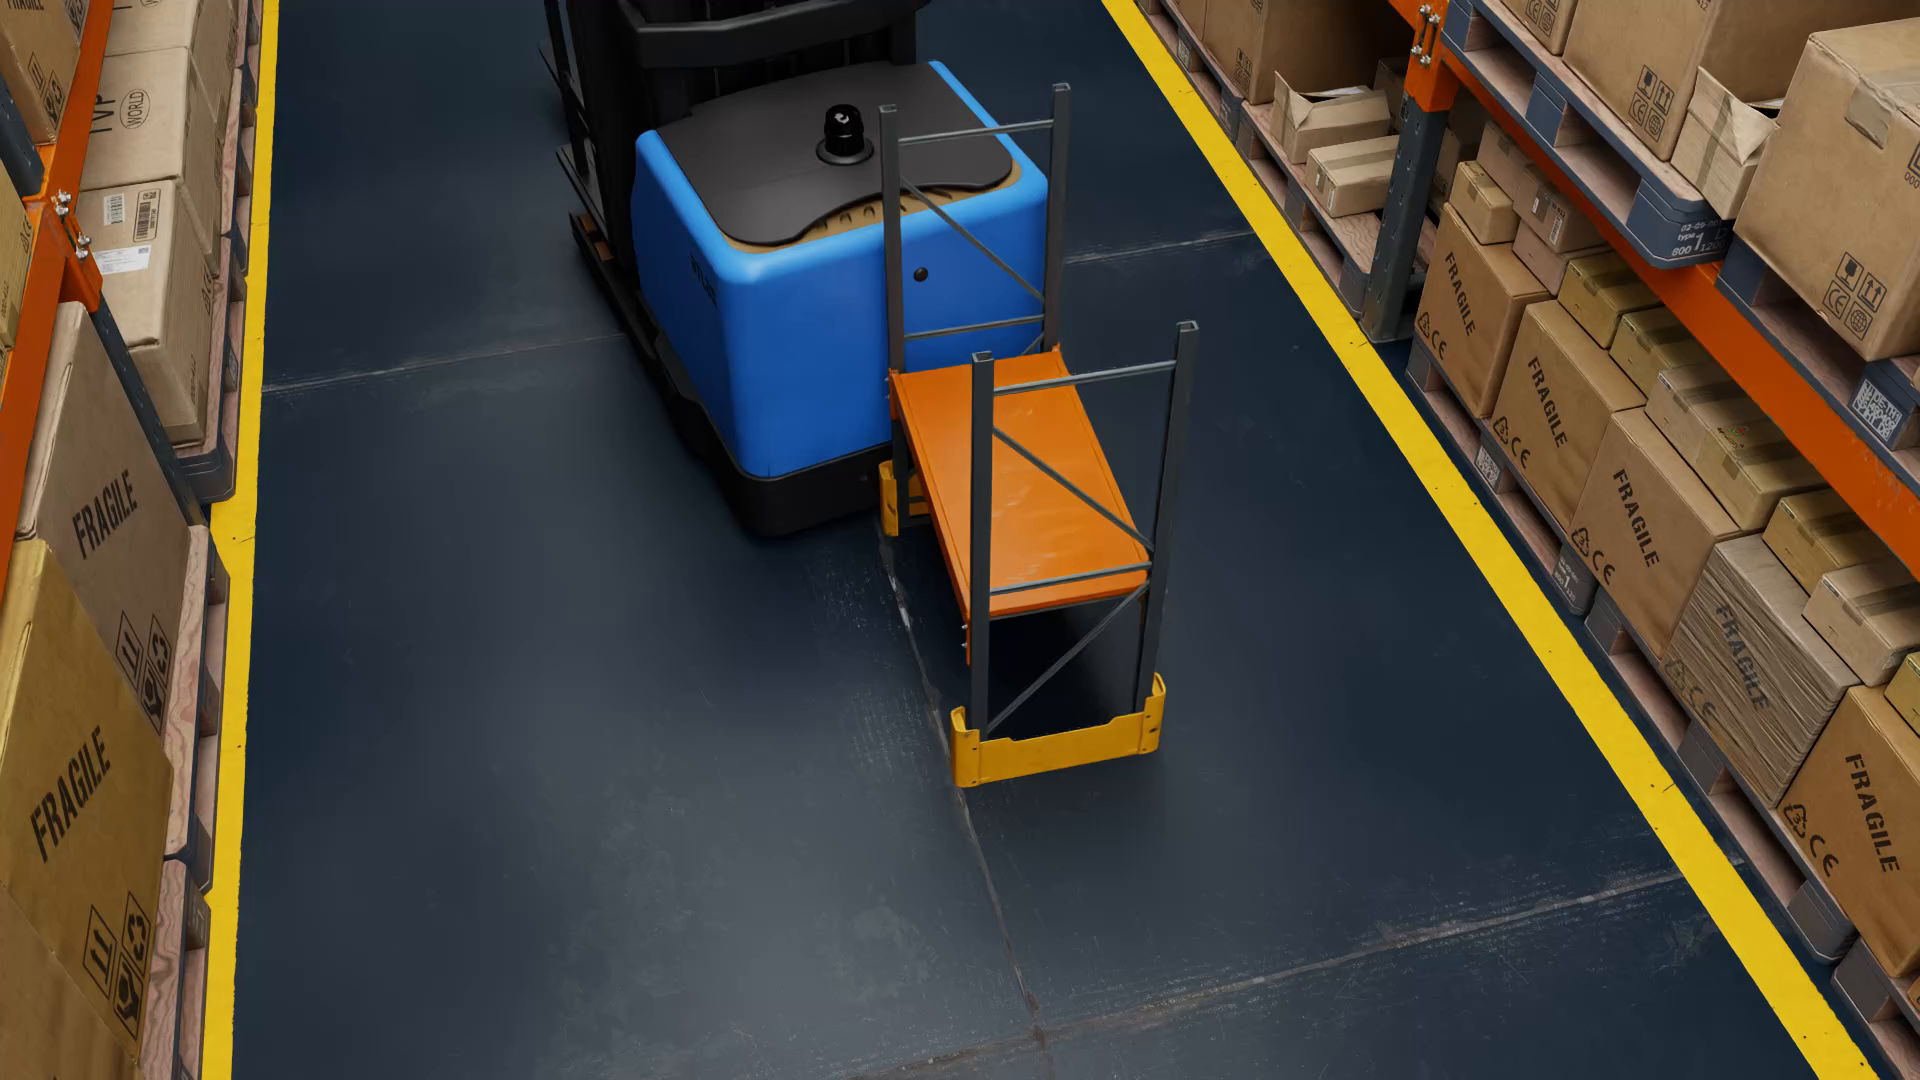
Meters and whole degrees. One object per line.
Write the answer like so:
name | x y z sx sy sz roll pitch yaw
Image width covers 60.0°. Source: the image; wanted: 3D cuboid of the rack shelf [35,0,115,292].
rack shelf | -3.372 -2.093 5.704 1.077 0.370 4.000 -11 47 -10

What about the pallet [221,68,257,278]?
pallet | -3.295 -1.371 6.446 1.003 0.211 1.213 -11 47 -10

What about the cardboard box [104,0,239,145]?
cardboard box | -3.376 -1.908 6.519 0.875 0.438 0.875 -10 46 -9

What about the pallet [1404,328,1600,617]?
pallet | 2.182 -0.343 5.439 1.003 0.211 1.213 -11 47 -10

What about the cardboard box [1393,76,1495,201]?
cardboard box | 1.996 -1.579 6.286 0.500 0.311 0.500 -9 46 -9

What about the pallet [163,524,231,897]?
pallet | -2.590 0.531 4.582 1.003 0.211 1.213 -11 47 -10

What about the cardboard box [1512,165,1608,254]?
cardboard box | 1.884 -1.010 4.933 0.380 0.149 0.250 -13 47 -12

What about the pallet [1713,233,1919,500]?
pallet | 2.459 -0.387 3.663 1.003 0.211 1.213 -11 47 -10

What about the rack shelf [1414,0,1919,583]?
rack shelf | 2.449 -0.241 3.890 1.077 0.370 4.000 -11 47 -10

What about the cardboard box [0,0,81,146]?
cardboard box | -2.728 -1.371 4.423 0.500 0.500 0.500 -9 46 -9

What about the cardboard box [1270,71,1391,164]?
cardboard box | 1.419 -1.641 6.379 0.396 0.266 0.258 -9 46 -9

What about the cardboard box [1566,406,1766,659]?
cardboard box | 2.113 -0.060 4.664 0.500 0.500 0.500 -12 47 -11

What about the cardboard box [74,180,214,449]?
cardboard box | -2.917 -0.667 5.303 0.875 0.438 0.875 -11 47 -11

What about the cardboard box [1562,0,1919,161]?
cardboard box | 1.977 -1.323 4.083 0.700 0.500 0.500 -10 46 -10

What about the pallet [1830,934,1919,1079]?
pallet | 2.806 1.341 3.788 1.003 0.211 1.213 -11 47 -10

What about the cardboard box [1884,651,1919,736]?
cardboard box | 2.377 0.359 3.800 0.380 0.149 0.250 -11 47 -11

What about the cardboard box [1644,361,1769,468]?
cardboard box | 2.105 -0.358 4.503 0.380 0.149 0.250 -11 47 -10

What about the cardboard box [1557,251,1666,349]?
cardboard box | 1.994 -0.724 4.862 0.380 0.149 0.250 -13 47 -12

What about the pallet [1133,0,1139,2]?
pallet | 1.137 -3.057 8.098 1.003 0.211 1.213 -11 47 -10

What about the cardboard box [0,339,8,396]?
cardboard box | -2.373 -0.296 3.545 0.500 0.250 0.500 -11 47 -11

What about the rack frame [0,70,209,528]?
rack frame | -2.860 -0.964 4.094 1.000 3.000 0.127 -11 47 -10

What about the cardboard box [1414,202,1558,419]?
cardboard box | 1.843 -0.771 5.361 0.500 0.500 0.500 -9 46 -9

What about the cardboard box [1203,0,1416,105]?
cardboard box | 1.425 -2.154 6.717 0.700 0.500 0.500 -12 47 -12

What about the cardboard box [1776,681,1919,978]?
cardboard box | 2.390 0.655 3.964 0.500 0.500 0.500 -9 46 -9

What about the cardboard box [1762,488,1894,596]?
cardboard box | 2.264 -0.006 4.157 0.380 0.149 0.250 -11 47 -10

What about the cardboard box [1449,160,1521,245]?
cardboard box | 1.771 -1.077 5.207 0.380 0.149 0.250 -9 46 -8

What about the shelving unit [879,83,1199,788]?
shelving unit | 0.153 -0.262 4.456 0.587 1.500 1.083 -9 46 -9

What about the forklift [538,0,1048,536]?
forklift | -0.814 -2.098 5.254 1.130 2.935 3.031 -19 49 -18

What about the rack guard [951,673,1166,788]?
rack guard | 0.267 0.522 4.563 0.587 0.250 0.087 -9 46 -9

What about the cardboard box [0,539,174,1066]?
cardboard box | -2.386 0.669 3.688 0.875 0.875 0.875 -9 46 -9

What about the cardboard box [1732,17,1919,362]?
cardboard box | 2.178 -0.782 3.552 0.700 0.500 0.500 -11 47 -11

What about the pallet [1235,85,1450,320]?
pallet | 1.762 -1.372 6.447 1.003 0.211 1.213 -11 47 -10

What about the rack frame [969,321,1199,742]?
rack frame | 0.271 0.098 4.104 0.500 1.500 0.032 -9 46 -9
